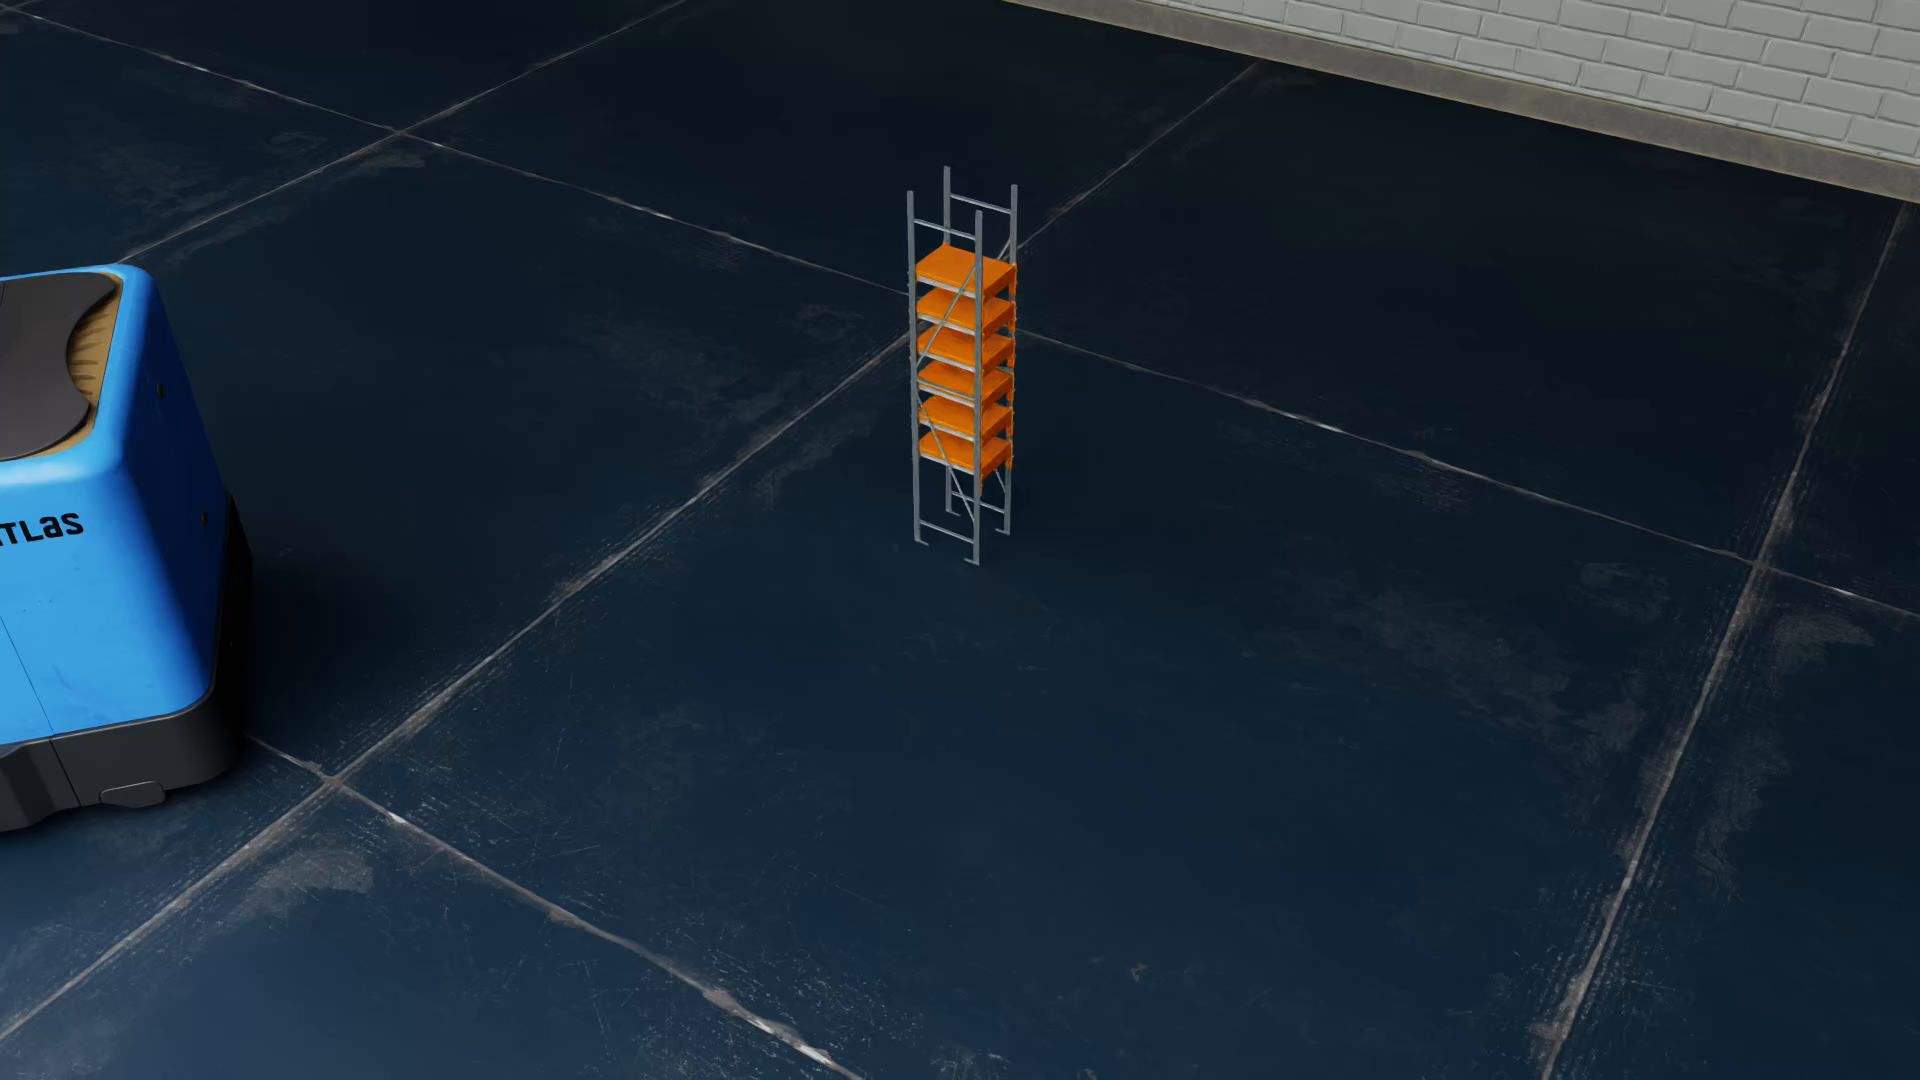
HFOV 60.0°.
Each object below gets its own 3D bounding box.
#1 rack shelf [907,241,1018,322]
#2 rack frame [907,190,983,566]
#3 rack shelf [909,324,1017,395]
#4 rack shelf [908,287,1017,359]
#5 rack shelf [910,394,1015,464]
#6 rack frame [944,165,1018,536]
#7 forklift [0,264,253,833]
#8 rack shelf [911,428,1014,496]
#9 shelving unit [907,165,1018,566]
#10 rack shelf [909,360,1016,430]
[{"bbox_3d":[0.008,-0.733,4.701,0.258,0.103,0.180,21,42,25],"label":"rack shelf"},{"bbox_3d":[-0.041,-0.435,4.832,0.240,1.200,0.006,21,42,25],"label":"rack frame"},{"bbox_3d":[0.008,-0.543,4.847,0.258,0.103,0.180,21,42,25],"label":"rack shelf"},{"bbox_3d":[0.008,-0.638,4.774,0.258,0.103,0.180,21,42,25],"label":"rack shelf"},{"bbox_3d":[0.008,-0.352,4.994,0.258,0.103,0.180,21,42,25],"label":"rack shelf"},{"bbox_3d":[0.057,-0.530,4.955,0.240,1.200,0.006,21,42,25],"label":"rack frame"},{"bbox_3d":[-3.482,-0.533,3.541,3.031,2.935,1.130,-10,39,-13],"label":"forklift"},{"bbox_3d":[0.008,-0.257,5.067,0.258,0.103,0.180,21,42,25],"label":"rack shelf"},{"bbox_3d":[0.008,-0.483,4.893,0.258,1.200,0.189,21,42,25],"label":"shelving unit"},{"bbox_3d":[0.008,-0.447,4.920,0.258,0.103,0.180,21,42,25],"label":"rack shelf"}]
